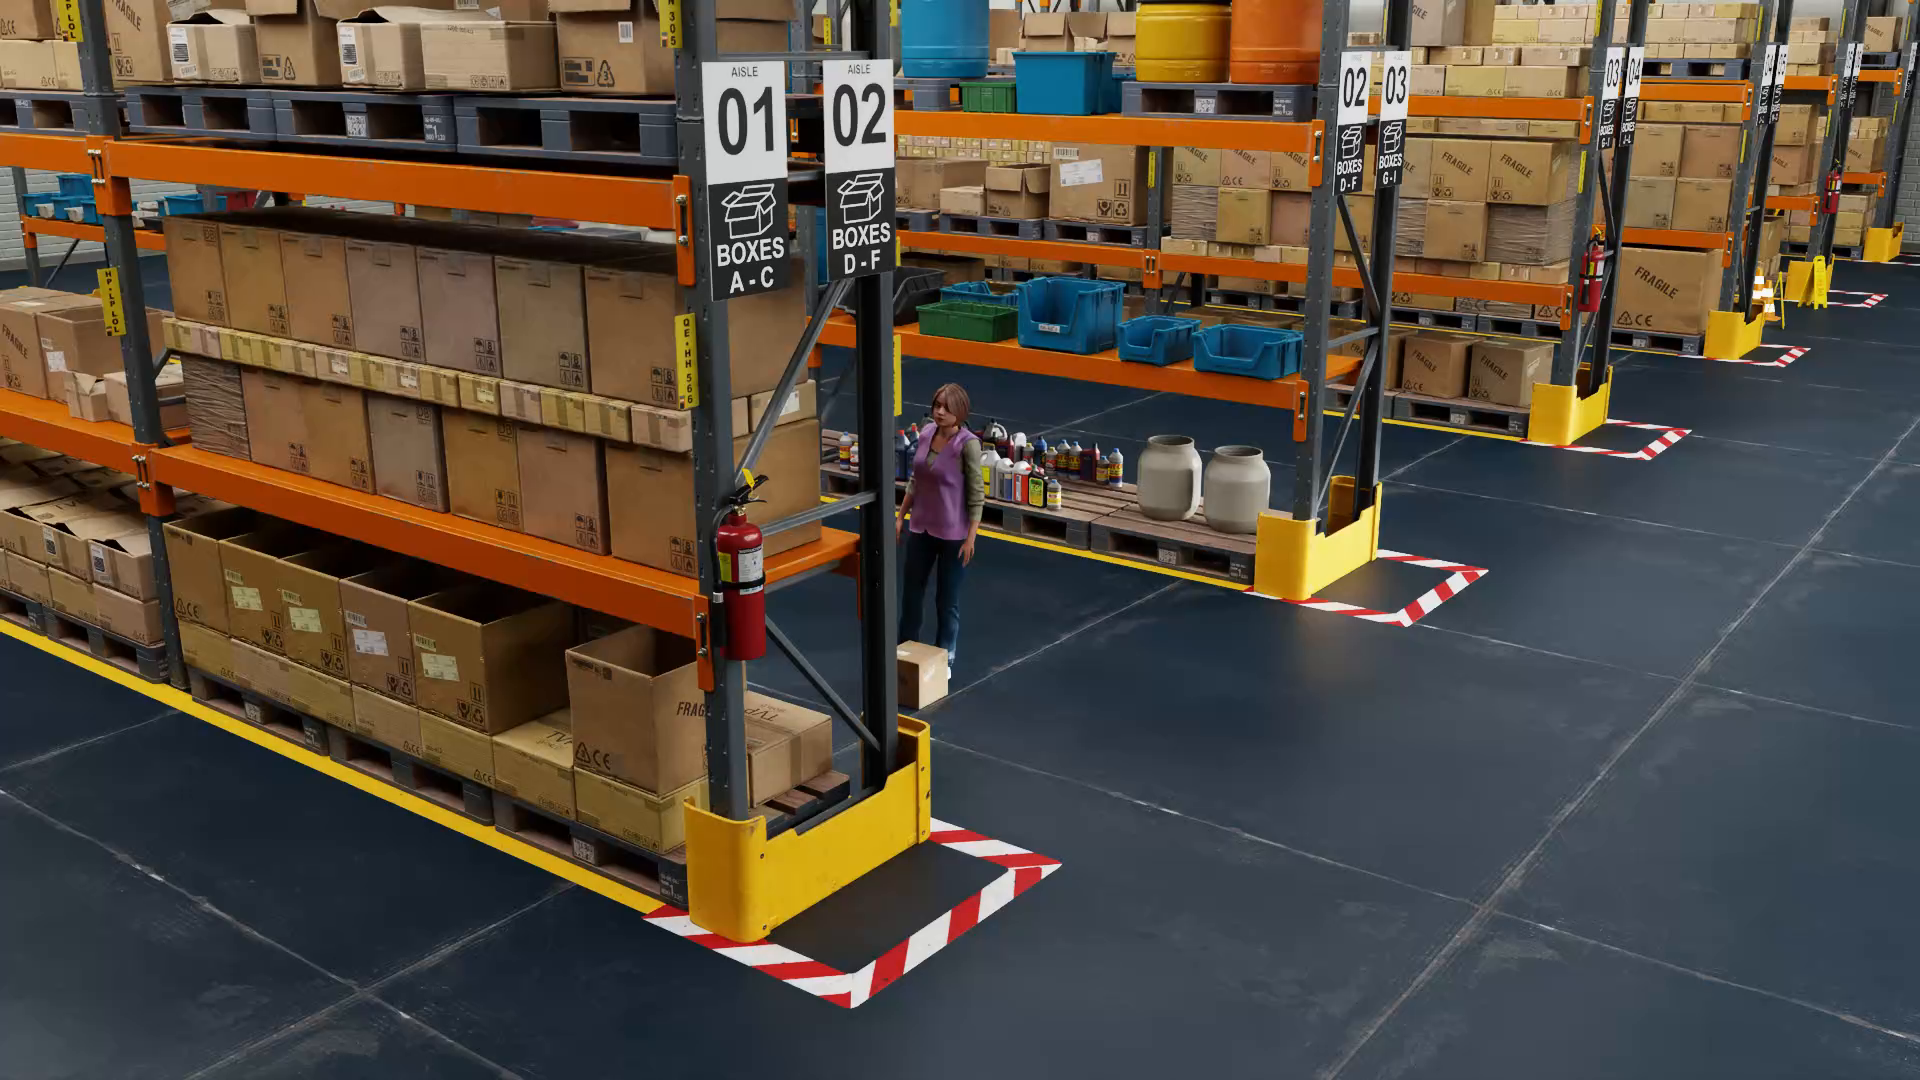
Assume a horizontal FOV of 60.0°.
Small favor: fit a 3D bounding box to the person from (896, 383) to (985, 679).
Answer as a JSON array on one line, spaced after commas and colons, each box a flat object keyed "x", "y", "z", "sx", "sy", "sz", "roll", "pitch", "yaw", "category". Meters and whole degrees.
[{"x": -0.155, "y": -0.008, "z": 8.550, "sx": 0.519, "sy": 1.599, "sz": 0.473, "roll": 12, "pitch": 21, "yaw": 35, "category": "person"}]
